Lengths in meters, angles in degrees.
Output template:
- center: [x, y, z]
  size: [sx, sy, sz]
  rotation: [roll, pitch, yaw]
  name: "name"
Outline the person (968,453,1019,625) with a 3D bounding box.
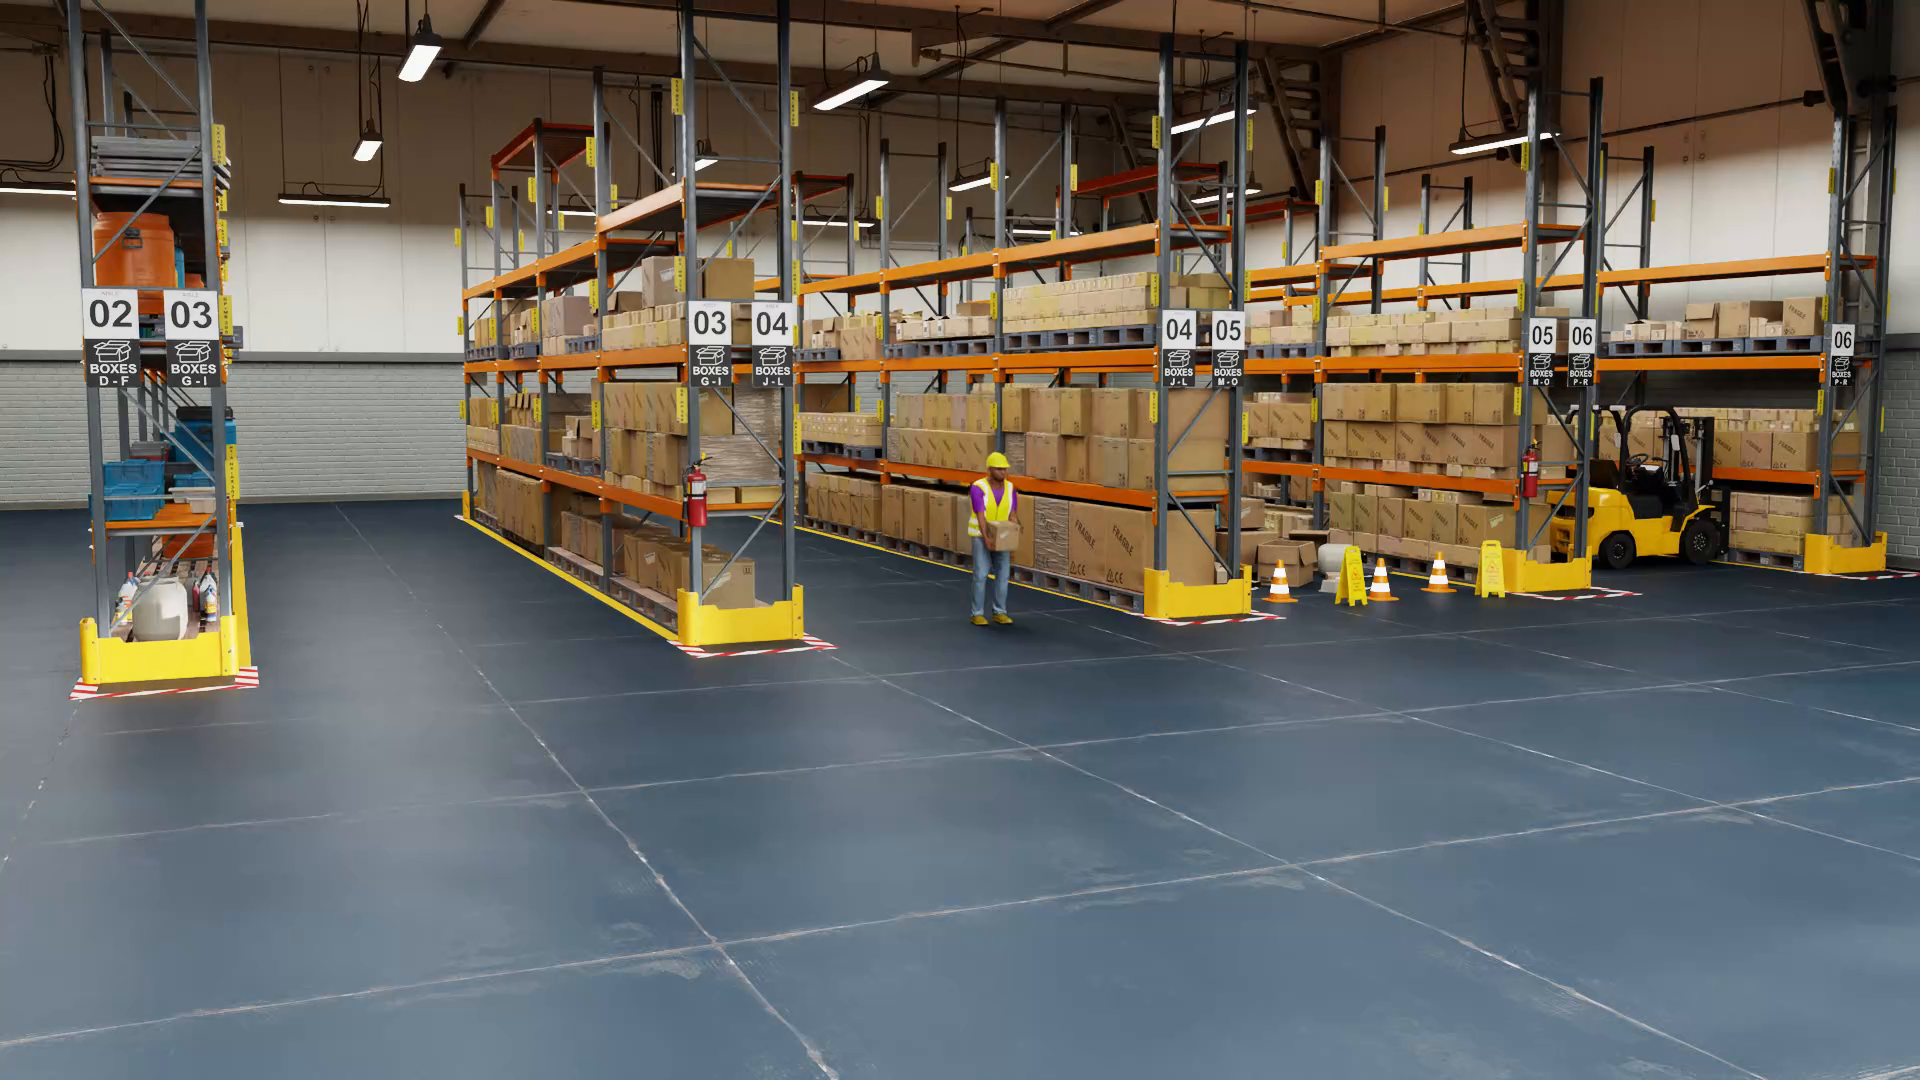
- center: [0.360, -0.009, 16.841]
  size: [0.501, 1.746, 0.593]
  rotation: [-2, 6, -25]
  name: "person"
